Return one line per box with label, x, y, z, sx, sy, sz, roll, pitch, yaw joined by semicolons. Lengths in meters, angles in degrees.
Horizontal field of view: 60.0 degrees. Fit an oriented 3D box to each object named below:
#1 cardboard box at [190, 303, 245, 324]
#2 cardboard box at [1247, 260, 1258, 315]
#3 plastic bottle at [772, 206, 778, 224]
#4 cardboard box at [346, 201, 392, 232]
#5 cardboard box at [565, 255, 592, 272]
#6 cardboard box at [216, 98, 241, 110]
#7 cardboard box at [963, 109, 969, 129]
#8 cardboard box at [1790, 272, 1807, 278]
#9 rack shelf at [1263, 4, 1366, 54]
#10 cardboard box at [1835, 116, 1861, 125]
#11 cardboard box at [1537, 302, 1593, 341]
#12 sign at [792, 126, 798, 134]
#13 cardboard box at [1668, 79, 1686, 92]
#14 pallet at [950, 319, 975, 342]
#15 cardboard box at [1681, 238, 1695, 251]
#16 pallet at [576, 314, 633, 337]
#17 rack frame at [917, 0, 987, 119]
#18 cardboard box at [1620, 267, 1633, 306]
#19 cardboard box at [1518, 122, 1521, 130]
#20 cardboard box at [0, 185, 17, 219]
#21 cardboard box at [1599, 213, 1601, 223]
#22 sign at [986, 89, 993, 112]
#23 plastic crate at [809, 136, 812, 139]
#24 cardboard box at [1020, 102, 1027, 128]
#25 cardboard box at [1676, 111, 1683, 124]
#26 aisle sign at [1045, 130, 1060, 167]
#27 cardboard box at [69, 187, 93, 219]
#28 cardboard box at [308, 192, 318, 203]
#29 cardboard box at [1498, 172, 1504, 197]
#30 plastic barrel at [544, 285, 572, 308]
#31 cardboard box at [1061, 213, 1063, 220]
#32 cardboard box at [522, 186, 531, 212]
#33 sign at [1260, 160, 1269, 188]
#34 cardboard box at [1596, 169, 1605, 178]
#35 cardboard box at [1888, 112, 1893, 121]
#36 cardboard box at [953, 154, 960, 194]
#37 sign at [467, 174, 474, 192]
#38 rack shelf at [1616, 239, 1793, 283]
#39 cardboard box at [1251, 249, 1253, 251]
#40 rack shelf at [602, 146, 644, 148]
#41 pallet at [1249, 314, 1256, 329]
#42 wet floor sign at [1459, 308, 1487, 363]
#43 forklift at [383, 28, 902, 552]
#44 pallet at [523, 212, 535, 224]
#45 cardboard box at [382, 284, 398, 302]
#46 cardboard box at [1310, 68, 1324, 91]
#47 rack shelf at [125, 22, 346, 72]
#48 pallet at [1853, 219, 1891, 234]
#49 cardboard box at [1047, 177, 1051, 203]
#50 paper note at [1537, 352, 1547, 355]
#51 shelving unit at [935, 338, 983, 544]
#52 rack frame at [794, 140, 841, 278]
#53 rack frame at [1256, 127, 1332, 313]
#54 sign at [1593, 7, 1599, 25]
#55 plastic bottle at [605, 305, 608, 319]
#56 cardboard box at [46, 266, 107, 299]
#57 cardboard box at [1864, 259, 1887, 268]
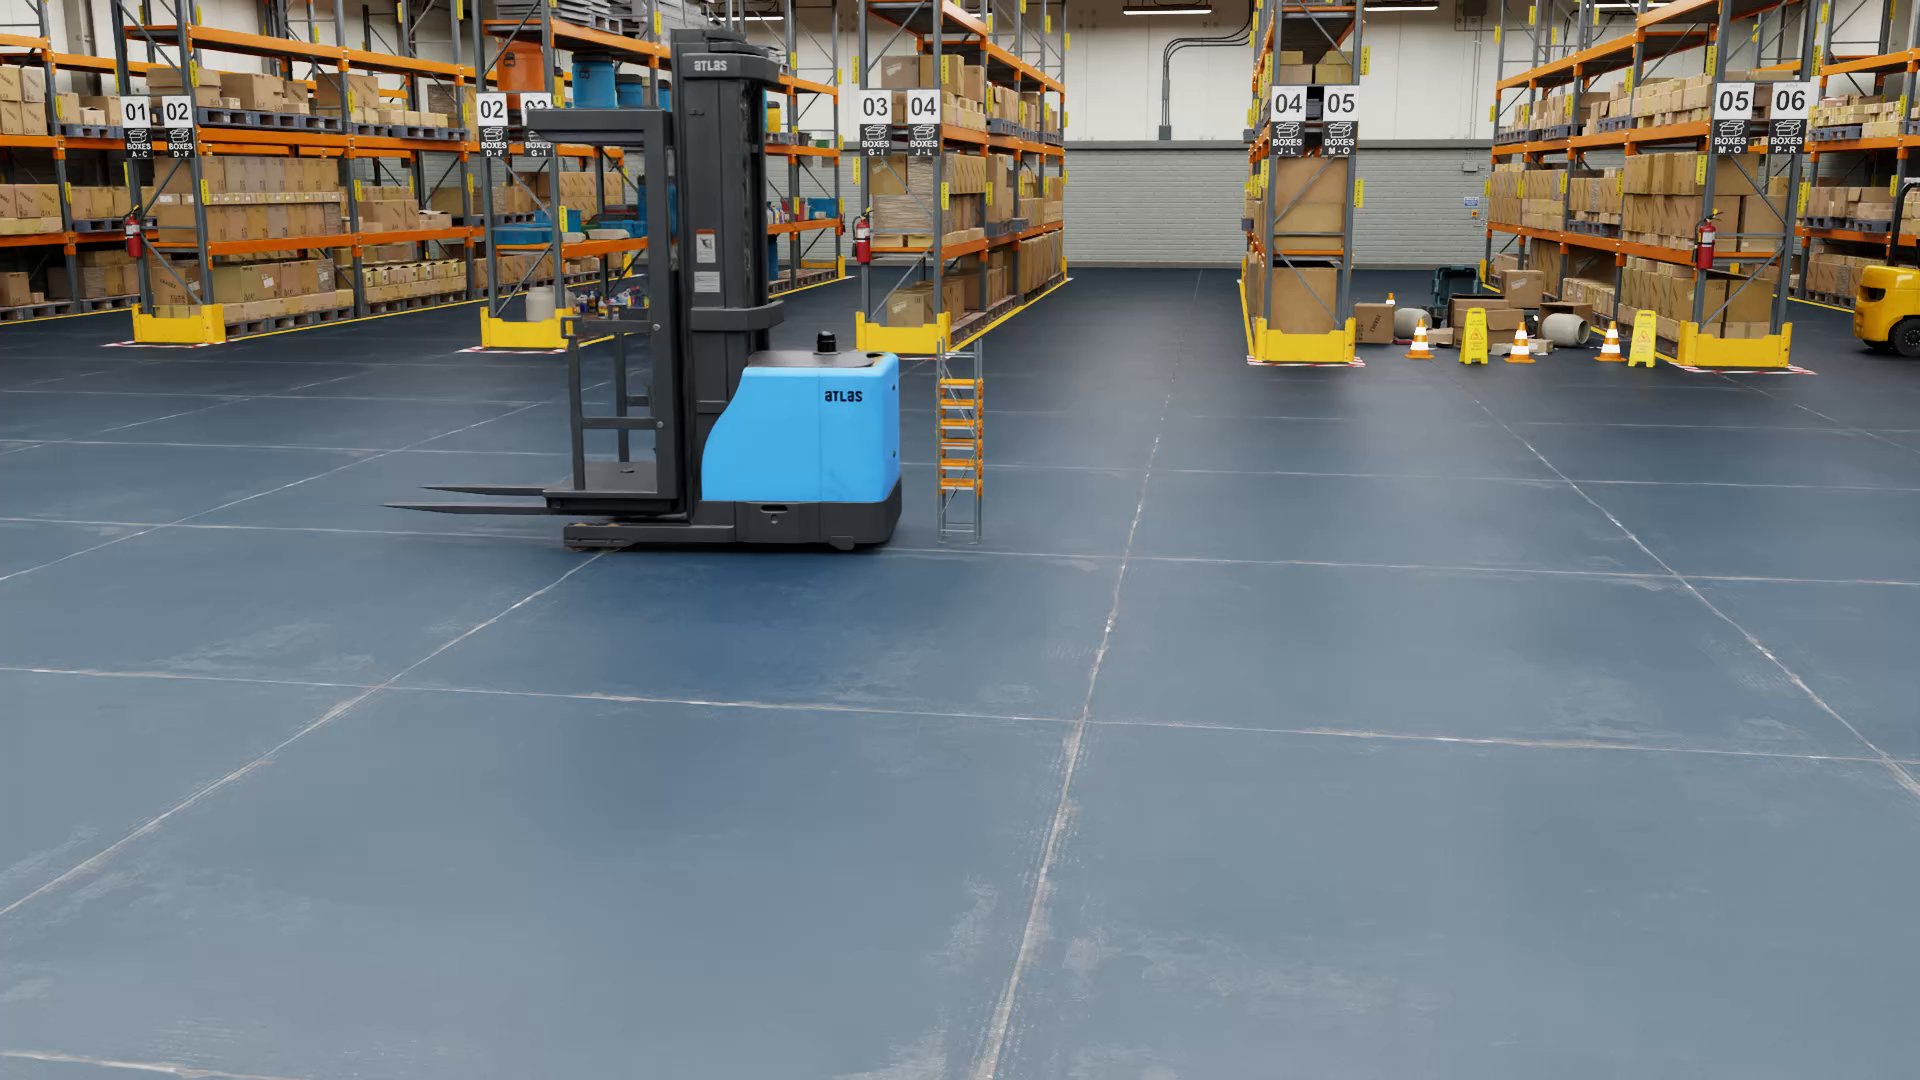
cardboard box;-10.214;-3.119;22.876;0.500;0.250;0.500;2;12;9
cardboard box;4.779;-3.720;24.480;1.050;0.750;0.750;2;12;8
plastic bottle;-3.594;-6.264;32.057;0.144;0.351;0.185;2;12;9
cardboard box;-9.685;-5.304;27.248;0.500;0.500;0.500;3;12;13
cardboard box;-8.386;-6.037;35.770;0.797;0.503;0.637;2;12;9
cardboard box;-10.161;-6.010;22.908;0.380;0.149;0.250;2;12;9
cardboard box;-0.170;-5.636;22.260;0.500;0.250;0.500;2;12;10
cardboard box;15.665;-4.917;31.183;0.396;0.266;0.258;2;12;11
rack shelf;4.465;-6.452;21.228;1.077;0.370;4.000;2;12;9
cardboard box;15.221;-7.184;28.452;0.380;0.149;0.250;2;12;8
cardboard box;8.170;-2.944;22.460;0.500;0.500;0.500;-10;16;-40
sign;-3.233;-7.943;32.588;0.100;0.325;0.005;2;12;9
cardboard box;9.027;-5.644;20.647;0.380;0.149;0.250;2;12;10
pallet;-0.366;-2.906;22.975;1.003;0.211;1.213;2;12;9
cardboard box;8.840;-3.529;19.845;0.380;0.149;0.250;2;12;8
pallet;-5.337;-3.069;23.731;1.003;0.211;1.213;2;12;9
rack frame;-0.113;-7.597;23.885;1.000;3.000;0.127;2;12;9
cardboard box;9.322;-3.457;22.664;0.500;0.500;0.500;2;12;11
cardboard box;10.732;-7.805;31.331;0.380;0.149;0.250;2;12;10
cardboard box;-14.722;-5.132;25.215;0.500;0.500;0.500;2;12;7
cardboard box;9.657;-4.754;24.531;0.380;0.149;0.250;2;12;9
sign;0.425;-6.367;24.072;0.100;0.325;0.005;2;12;9
plastic crate;-3.496;-8.654;36.221;0.497;0.269;0.590;2;12;9
cardboard box;0.796;-7.645;29.986;0.797;0.503;0.637;2;12;8
cardboard box;9.067;-5.203;20.493;0.380;0.149;0.250;2;12;7
aisle sign;2.040;-8.439;35.859;0.394;0.787;0.004;2;12;9
cardboard box;-14.684;-5.515;27.181;0.700;0.500;0.500;2;12;9
cardboard box;-9.848;-5.128;24.891;0.380;0.149;0.250;2;12;9
cardboard box;11.026;-7.073;33.083;0.500;0.500;0.500;2;12;8
plastic barrel;-5.519;-3.225;22.747;0.421;0.512;0.421;0;12;0
cardboard box;2.003;-6.955;35.741;0.380;0.149;0.250;2;12;10
cardboard box;-8.964;-6.814;33.259;0.700;0.500;0.500;-2;12;-10
sign;3.623;-4.352;19.758;0.100;0.325;0.005;2;12;9
cardboard box;10.612;-5.808;27.215;0.500;0.500;0.500;1;12;7
cardboard box;15.141;-6.793;26.682;0.380;0.149;0.250;2;12;10
cardboard box;-0.290;-4.724;21.478;0.500;0.500;0.500;2;12;9
sign;-8.736;-6.368;29.671;0.100;0.325;0.005;2;12;9
rack shelf;9.372;-3.575;21.171;1.077;0.370;4.000;2;12;9
cardboard box;5.301;-4.922;28.867;0.500;0.250;0.500;2;12;9
rack shelf;-4.699;-6.356;26.953;1.077;0.370;4.000;2;12;9
pallet;4.817;-3.283;24.724;1.003;0.211;1.213;2;12;9
wet floor sign;6.110;-2.429;19.732;0.267;0.644;0.232;0;12;-1
forklift;-1.906;-1.471;9.863;3.031;2.935;1.130;1;12;4
pallet;-8.901;-6.395;33.002;1.003;0.211;1.213;2;12;9
cardboard box;-9.514;-4.030;27.101;0.500;0.250;0.500;2;12;10
cardboard box;4.562;-5.640;20.342;0.500;0.250;0.500;2;12;8
rack shelf;-10.208;-6.955;23.564;1.077;0.370;4.000;2;12;9
pallet;15.235;-5.066;26.834;1.213;0.211;1.003;2;12;9
cardboard box;1.527;-6.962;33.049;0.500;0.500;0.500;2;12;9
paper note;7.243;-2.321;20.689;0.148;0.019;0.142;-2;12;-11
shelving unit;-0.002;-0.584;9.853;0.258;1.200;0.189;2;12;9
rack frame;-3.161;-7.323;36.853;1.000;3.000;0.127;2;12;9
rack frame;4.773;-4.483;23.674;1.000;3.000;0.127;2;12;9
sign;11.448;-9.422;29.946;0.100;0.325;0.005;2;12;9
plastic bottle;-5.019;-3.228;23.451;0.097;0.201;0.097;0;12;0
cardboard box;-14.699;-4.293;27.682;0.700;0.500;0.500;2;12;11
cardboard box;15.121;-4.539;27.330;0.380;0.149;0.250;1;12;7
